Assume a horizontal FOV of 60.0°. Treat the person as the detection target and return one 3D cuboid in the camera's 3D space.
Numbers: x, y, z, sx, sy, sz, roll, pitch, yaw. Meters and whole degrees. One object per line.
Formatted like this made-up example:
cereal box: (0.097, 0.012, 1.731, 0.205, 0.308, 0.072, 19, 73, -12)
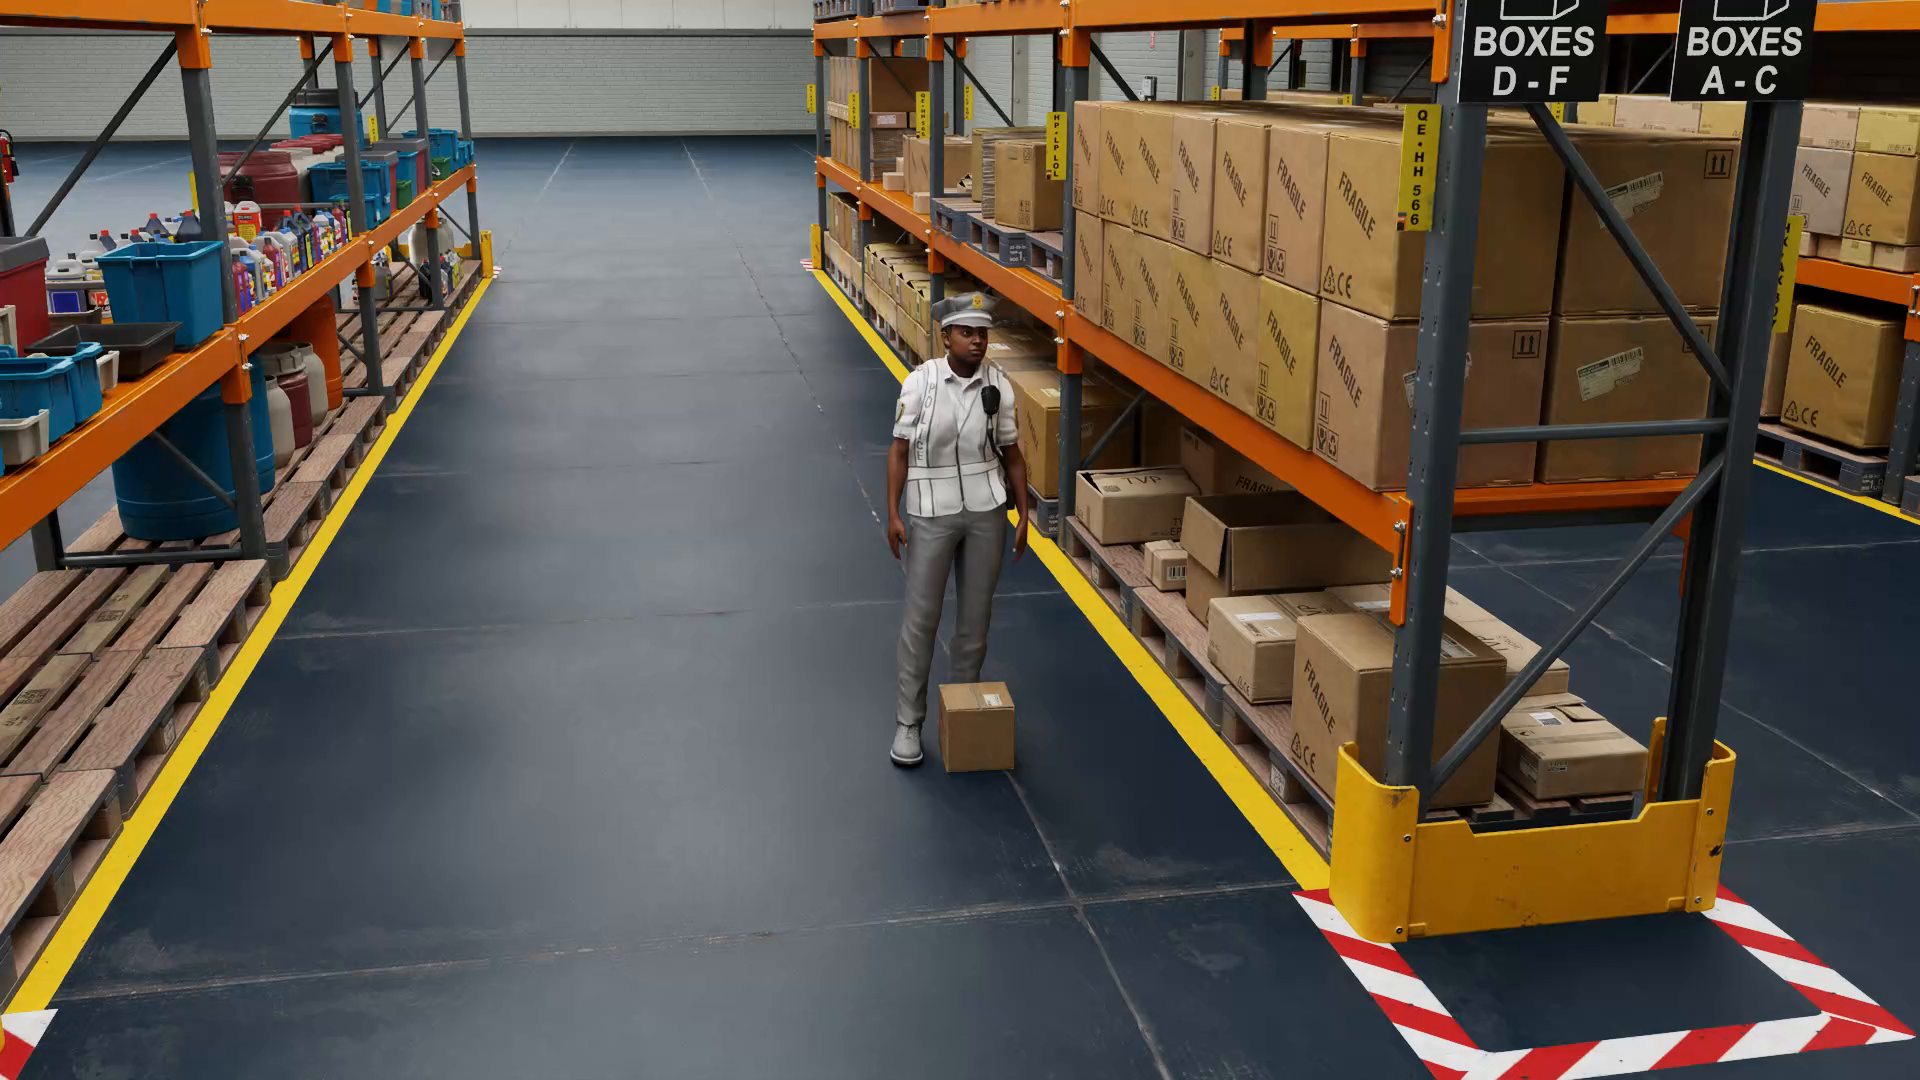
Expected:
person: (-0.011, -0.062, 6.158, 0.569, 1.694, 0.529, -3, 17, -10)
